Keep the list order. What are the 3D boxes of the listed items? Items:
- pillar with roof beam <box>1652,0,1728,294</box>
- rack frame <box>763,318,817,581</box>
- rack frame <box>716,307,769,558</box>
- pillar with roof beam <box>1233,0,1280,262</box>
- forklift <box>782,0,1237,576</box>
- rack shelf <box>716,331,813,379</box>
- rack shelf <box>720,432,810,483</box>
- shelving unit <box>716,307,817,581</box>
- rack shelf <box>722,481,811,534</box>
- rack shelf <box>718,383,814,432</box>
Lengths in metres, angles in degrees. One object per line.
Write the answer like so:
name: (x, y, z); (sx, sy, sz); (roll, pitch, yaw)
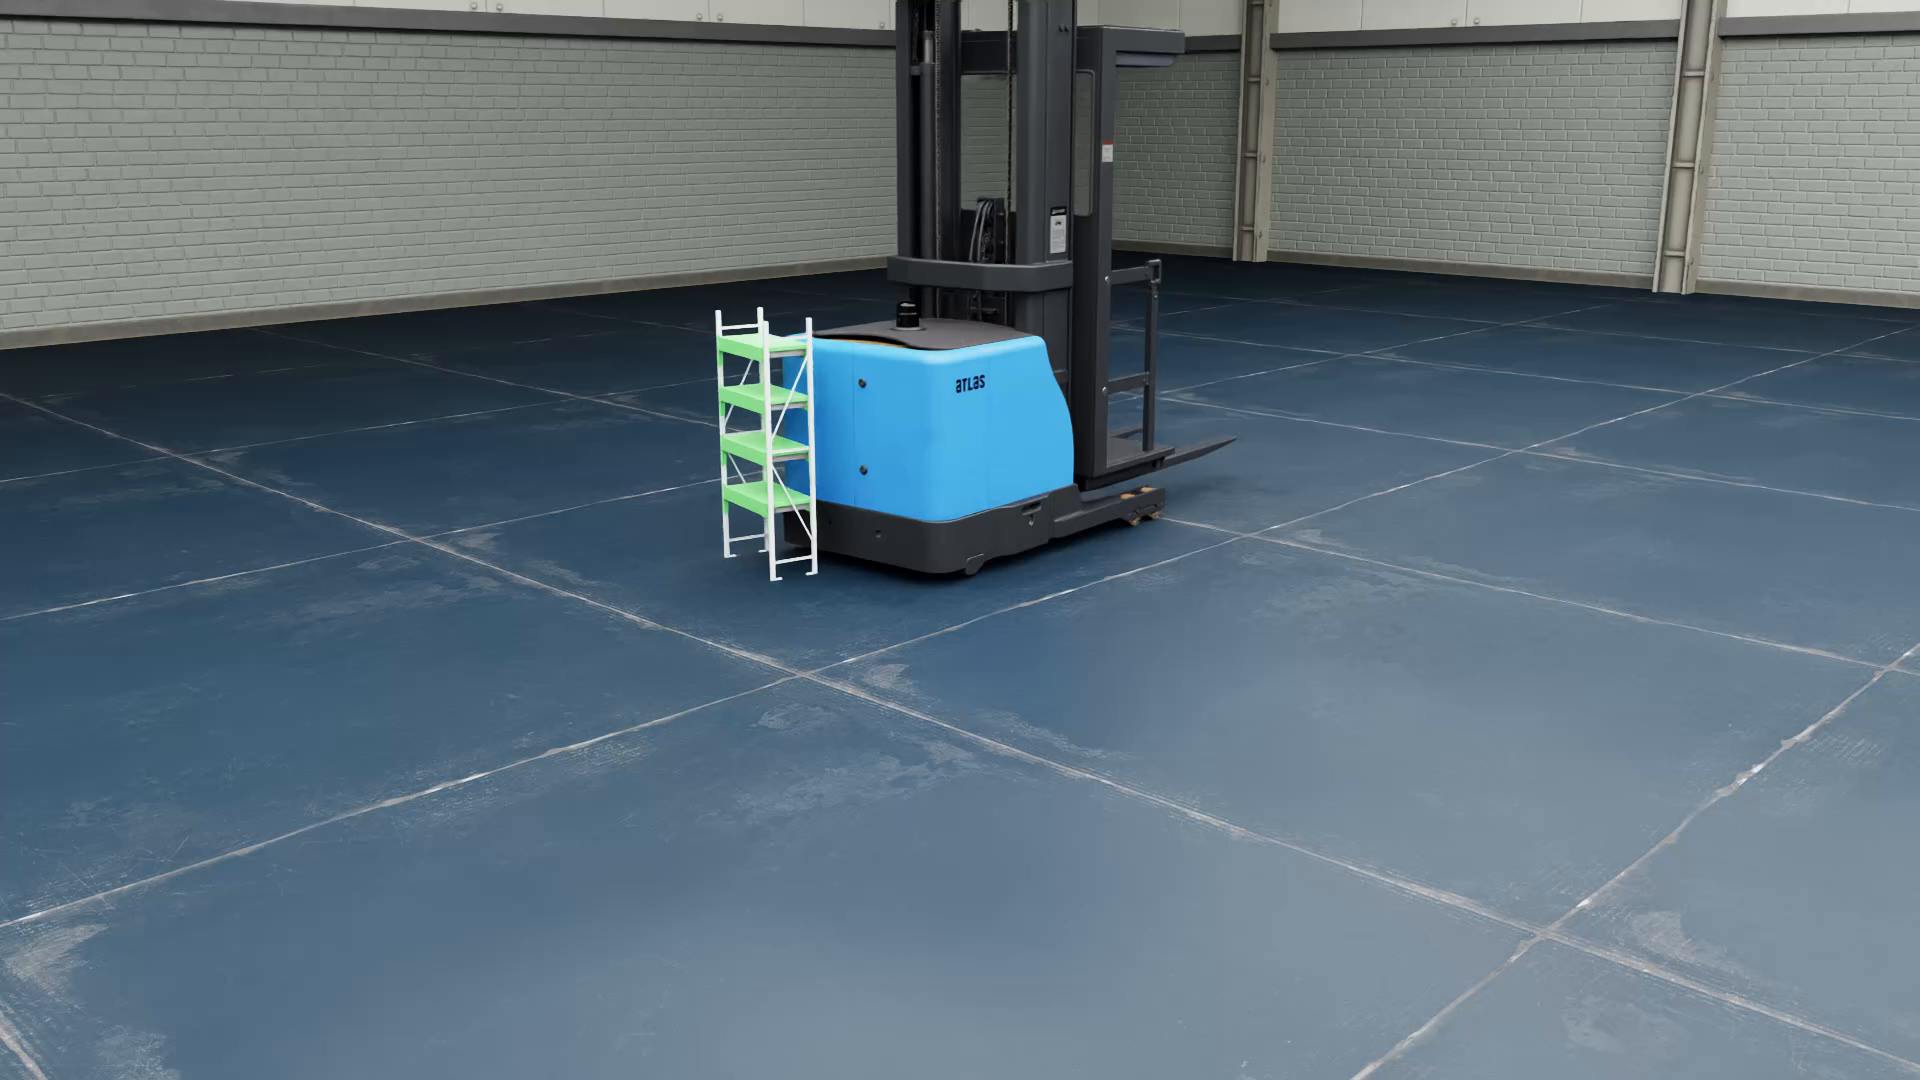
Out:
pillar with roof beam: (5.474, -6.514, 15.583); (0.400, 9.000, 9.100); (14, 20, 42)
rack frame: (-0.776, -0.408, 7.620); (0.240, 1.200, 0.015); (-9, 17, -32)
rack frame: (-1.044, -0.511, 8.014); (0.240, 1.200, 0.015); (-9, 17, -32)
pillar with roof beam: (1.154, -7.564, 19.613); (0.400, 9.000, 9.100); (14, 20, 42)
forklift: (0.445, -1.566, 8.630); (1.130, 2.935, 3.031); (11, 18, 37)
rack shelf: (-0.910, -0.862, 7.712); (0.258, 0.148, 0.480); (-9, 17, -32)
rack shelf: (-0.910, -0.398, 7.833); (0.258, 0.148, 0.480); (-9, 17, -32)
shelving unit: (-0.910, -0.460, 7.817); (0.258, 1.200, 0.503); (-9, 17, -32)
rack shelf: (-0.910, -0.166, 7.894); (0.258, 0.148, 0.480); (-9, 17, -32)
rack shelf: (-0.910, -0.630, 7.773); (0.258, 0.148, 0.480); (-9, 17, -32)
